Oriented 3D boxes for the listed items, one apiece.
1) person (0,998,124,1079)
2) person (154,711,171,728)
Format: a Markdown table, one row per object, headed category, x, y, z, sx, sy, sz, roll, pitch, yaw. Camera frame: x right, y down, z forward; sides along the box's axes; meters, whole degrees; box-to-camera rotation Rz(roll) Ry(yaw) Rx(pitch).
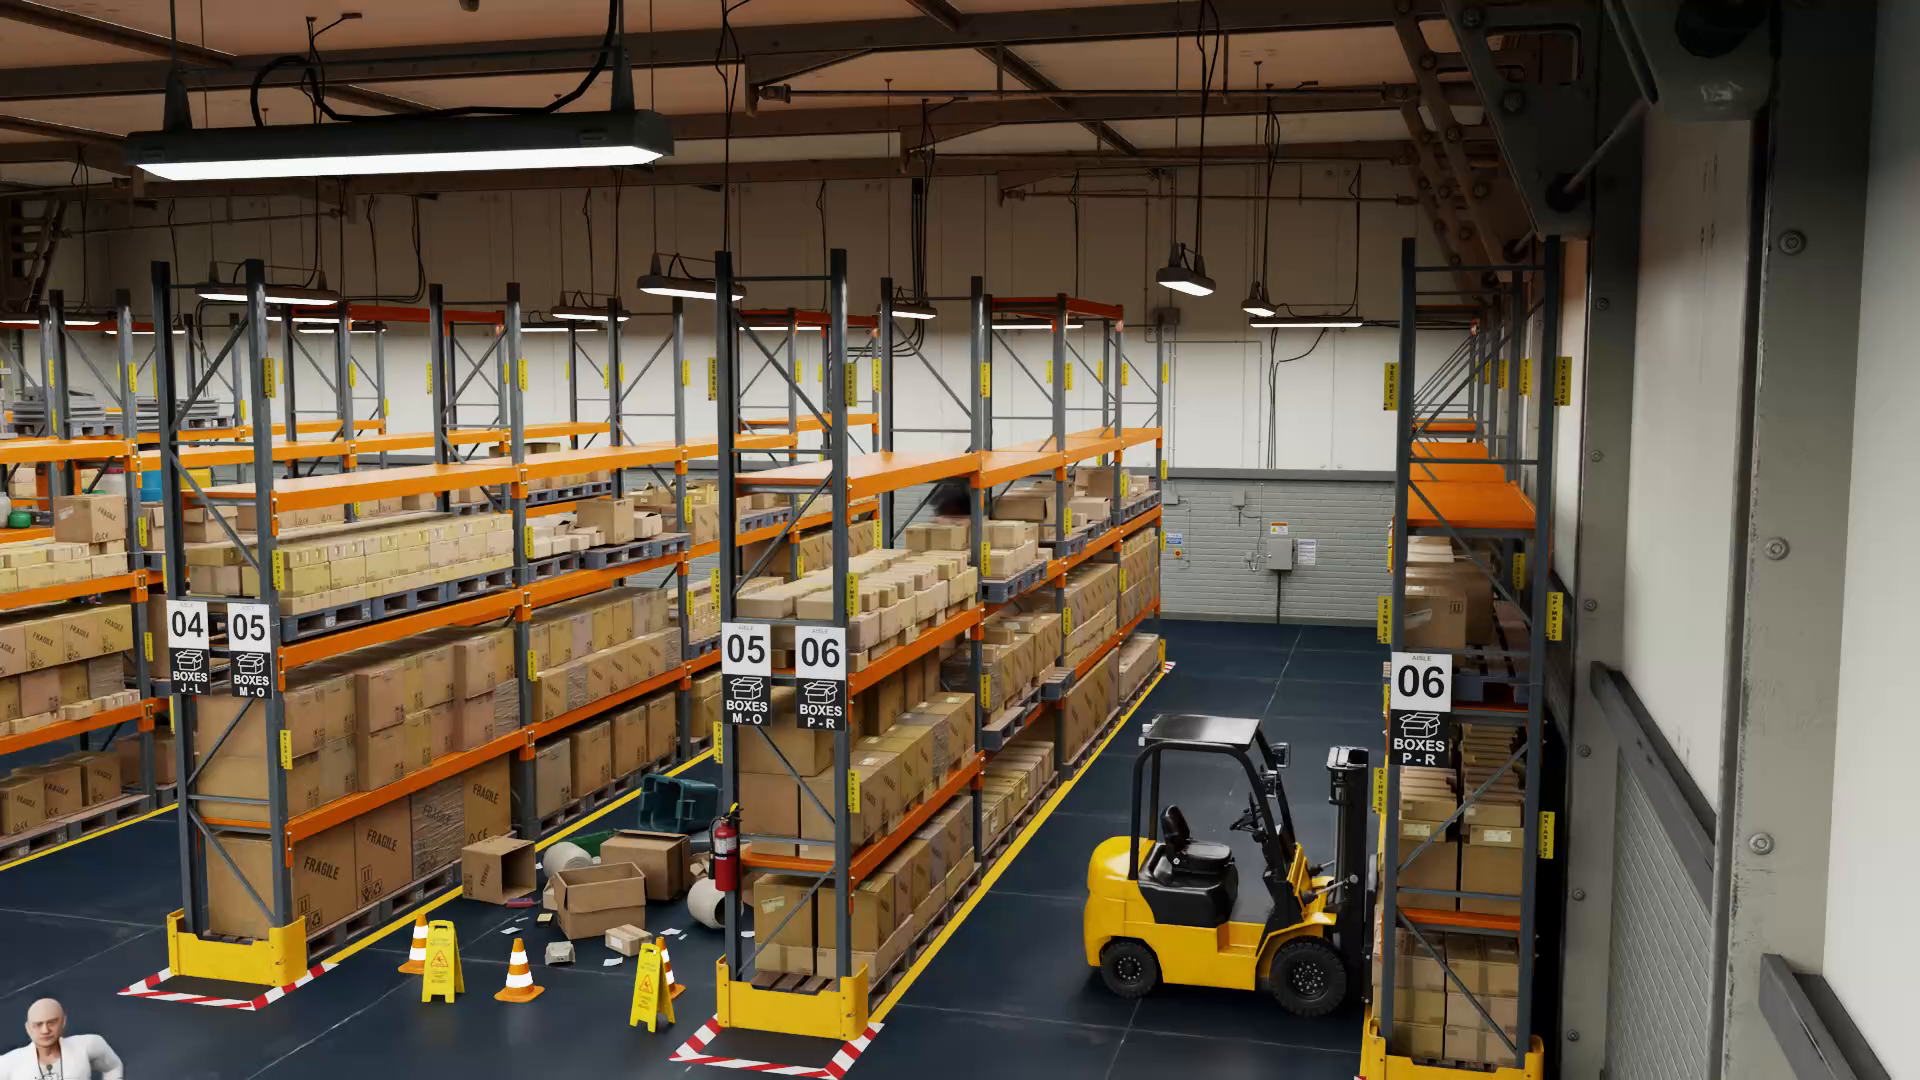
| category | x | y | z | sx | sy | sz | roll | pitch | yaw |
| --- | --- | --- | --- | --- | --- | --- | --- | --- | --- |
| person | -4.883 | 3.332 | 8.973 | 0.718 | 1.764 | 1.024 | -3 | 7 | -30 |
| person | -10.796 | 2.015 | 22.251 | 0.572 | 1.606 | 0.557 | 1 | 6 | 13 |
